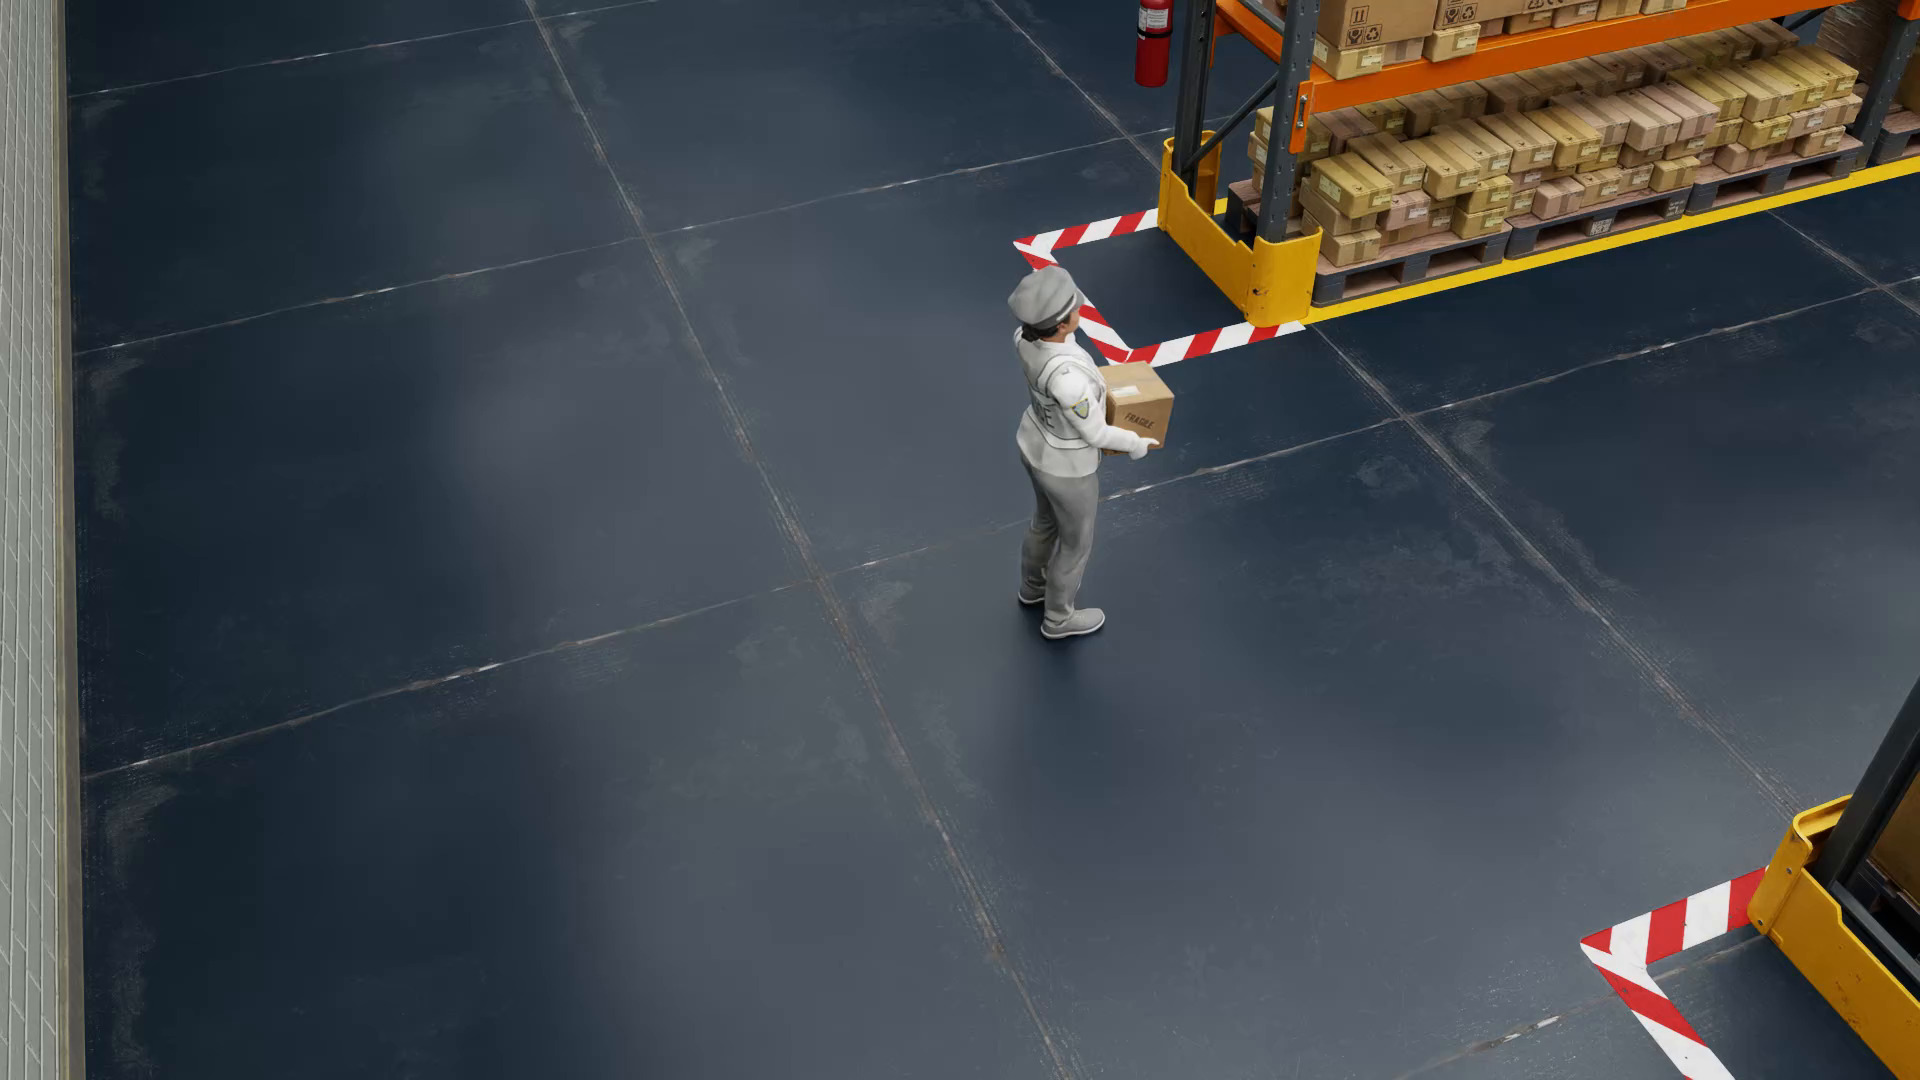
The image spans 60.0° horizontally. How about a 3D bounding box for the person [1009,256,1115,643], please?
[{"bbox_3d":[0.397,-0.329,6.524,0.373,1.661,0.538,-18,45,-19],"label":"person"}]
